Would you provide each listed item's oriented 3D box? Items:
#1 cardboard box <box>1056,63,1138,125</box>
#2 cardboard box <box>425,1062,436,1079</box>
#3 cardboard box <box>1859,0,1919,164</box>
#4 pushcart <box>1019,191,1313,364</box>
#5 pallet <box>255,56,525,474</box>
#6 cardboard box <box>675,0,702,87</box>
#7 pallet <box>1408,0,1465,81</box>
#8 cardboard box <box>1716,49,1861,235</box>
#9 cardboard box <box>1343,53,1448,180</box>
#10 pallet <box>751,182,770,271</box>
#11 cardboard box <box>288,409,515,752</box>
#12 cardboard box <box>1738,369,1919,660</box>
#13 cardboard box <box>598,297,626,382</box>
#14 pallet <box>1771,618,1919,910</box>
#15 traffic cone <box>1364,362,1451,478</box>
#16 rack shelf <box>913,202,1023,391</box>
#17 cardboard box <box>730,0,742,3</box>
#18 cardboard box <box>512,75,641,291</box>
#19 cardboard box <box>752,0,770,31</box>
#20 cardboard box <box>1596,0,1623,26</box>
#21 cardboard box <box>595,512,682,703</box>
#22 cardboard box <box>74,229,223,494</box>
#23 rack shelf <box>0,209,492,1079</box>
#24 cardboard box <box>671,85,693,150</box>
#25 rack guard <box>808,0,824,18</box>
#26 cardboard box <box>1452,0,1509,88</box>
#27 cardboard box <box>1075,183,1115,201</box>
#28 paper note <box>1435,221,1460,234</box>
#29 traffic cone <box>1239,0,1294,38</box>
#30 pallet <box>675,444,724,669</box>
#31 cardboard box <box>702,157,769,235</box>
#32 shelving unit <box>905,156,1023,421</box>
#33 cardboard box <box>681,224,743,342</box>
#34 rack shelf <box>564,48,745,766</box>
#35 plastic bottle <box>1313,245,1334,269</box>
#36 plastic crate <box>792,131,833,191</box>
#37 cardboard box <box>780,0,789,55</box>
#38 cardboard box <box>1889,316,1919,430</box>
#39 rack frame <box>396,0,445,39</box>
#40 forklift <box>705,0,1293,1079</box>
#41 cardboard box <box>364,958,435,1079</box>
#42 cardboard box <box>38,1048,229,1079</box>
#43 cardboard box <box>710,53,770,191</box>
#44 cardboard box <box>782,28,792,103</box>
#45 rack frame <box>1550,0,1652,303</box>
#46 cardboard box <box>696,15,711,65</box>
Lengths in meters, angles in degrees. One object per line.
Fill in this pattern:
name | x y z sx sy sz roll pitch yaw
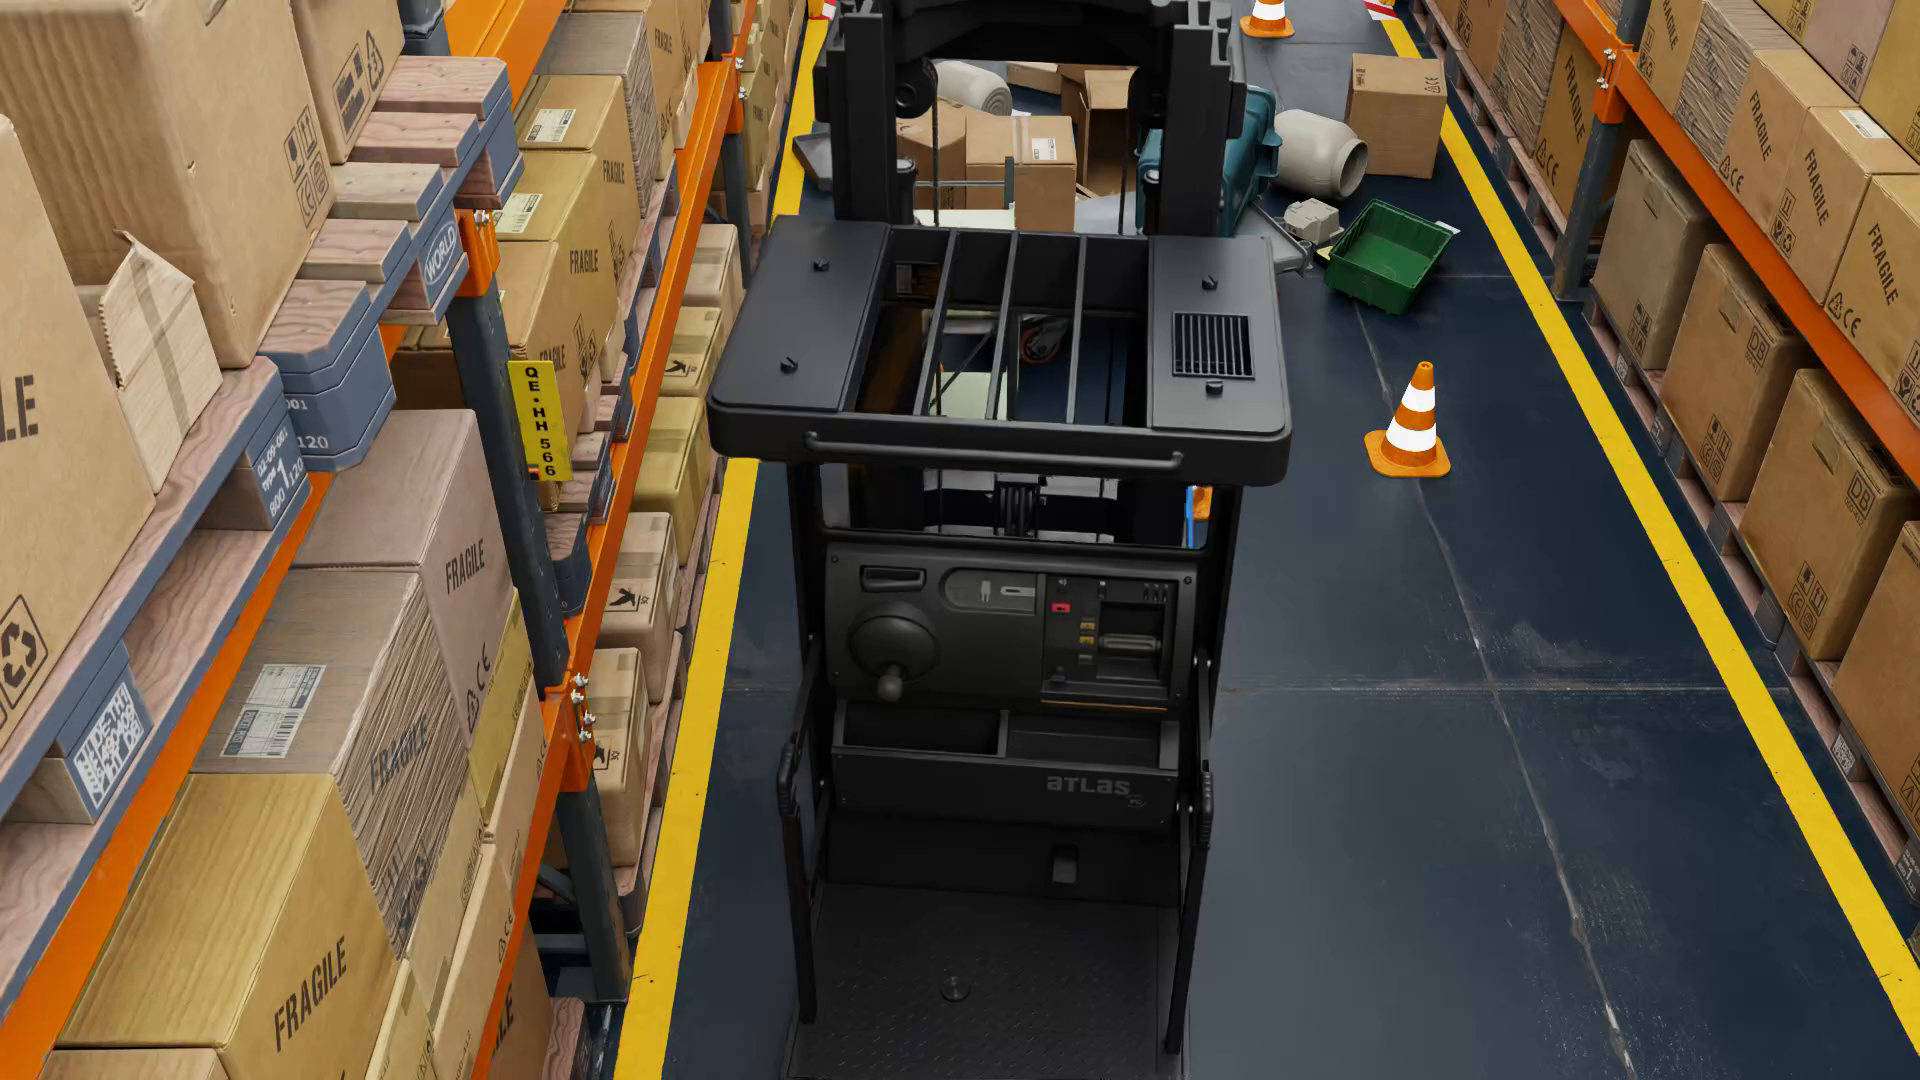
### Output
cardboard box | 1.024 -2.743 9.771 0.797 0.503 0.637 -28 46 -30
cardboard box | -1.239 1.198 2.977 0.500 0.250 0.500 0 39 -1
cardboard box | 3.453 -1.545 5.399 0.700 0.500 0.500 0 39 0
pushcart | 0.775 -1.322 8.098 1.648 0.377 0.936 -13 40 -16
pallet | -1.447 -0.505 2.734 1.213 0.211 1.003 2 39 2
cardboard box | -1.273 -2.033 6.234 0.500 0.500 0.500 0 39 0
pallet | 3.519 -3.293 10.690 1.003 0.211 1.213 0 39 0
cardboard box | 3.176 -1.461 6.094 0.500 0.500 0.500 0 39 0
cardboard box | 2.417 -2.375 9.312 0.500 0.500 0.500 6 39 8
pallet | -1.541 -1.644 8.633 1.003 0.211 1.213 0 39 0
cardboard box | -1.238 0.083 3.368 0.500 0.500 0.500 -1 39 -1
cardboard box | 3.534 -0.091 5.929 1.050 0.750 0.750 1 39 1
cardboard box | -1.215 -0.600 4.966 0.380 0.149 0.250 0 39 0
pallet | 3.524 0.717 5.686 1.003 0.211 1.213 0 39 0
traffic cone | 1.936 -0.550 7.066 0.336 0.463 0.334 0 39 0
rack shelf | 0.000 -0.894 6.042 0.431 0.370 0.720 0 39 0
cardboard box | -1.227 -2.743 7.456 0.500 0.500 0.500 0 39 0
cardboard box | -1.284 -1.070 5.032 0.500 0.500 0.500 1 39 1
cardboard box | -1.178 -2.718 8.487 0.380 0.149 0.250 1 39 2
cardboard box | 3.433 -2.669 7.561 0.875 0.550 0.550 0 39 0
cardboard box | -1.500 0.236 5.823 0.950 0.372 0.625 -1 39 -1
cardboard box | -1.149 -0.232 2.014 0.396 0.266 0.258 -1 39 -1
rack shelf | -1.498 0.550 1.842 1.077 0.370 4.000 0 39 0
cardboard box | -1.206 -1.571 6.177 0.380 0.149 0.250 0 39 0
rack guard | -1.510 -3.791 11.081 1.175 0.500 0.348 0 39 0
cardboard box | 3.510 -3.241 9.759 0.875 0.875 0.875 -1 39 -1
cardboard box | 0.640 -1.757 8.730 0.258 0.266 0.396 -28 46 -30
paper note | 2.539 -1.641 8.772 0.147 0.020 0.142 -28 46 -30
traffic cone | 2.021 -3.558 10.819 0.336 0.463 0.334 0 39 0
pallet | -1.498 0.027 6.547 1.003 0.211 1.213 0 39 0
cardboard box | -1.236 -1.773 8.426 0.500 0.250 0.500 -2 39 -2
shelving unit | 0.000 -0.589 6.286 0.431 1.500 0.755 0 39 0
cardboard box | -1.502 -1.123 7.518 0.950 0.372 0.625 0 39 1
rack shelf | -1.503 -0.781 5.901 1.077 0.370 4.000 0 39 0
plastic bottle | 1.935 -1.404 8.453 0.133 0.061 0.283 -20 43 -23
plastic crate | -0.687 -2.156 9.376 0.402 0.080 0.583 -13 40 -16
cardboard box | -1.250 -3.055 9.426 0.500 0.500 0.500 -1 39 -1
cardboard box | 3.181 -0.510 4.908 0.500 0.500 0.500 0 39 0
rack frame | -1.500 -2.152 2.240 1.000 3.000 0.127 0 39 0
forklift | 0.104 0.304 4.027 1.130 2.935 3.031 3 39 4
cardboard box | -1.220 0.996 2.829 0.500 0.250 0.500 -1 39 -1
cardboard box | -1.242 1.031 2.186 0.500 0.500 0.500 -1 39 -1
cardboard box | -1.236 -2.065 8.192 0.500 0.500 0.500 2 39 2
cardboard box | -1.241 -2.748 9.644 0.500 0.250 0.500 -1 39 -2
rack frame | 3.445 -2.379 7.320 1.000 3.000 0.127 0 39 0
cardboard box | -1.228 -2.057 6.783 0.380 0.149 0.250 0 39 1
